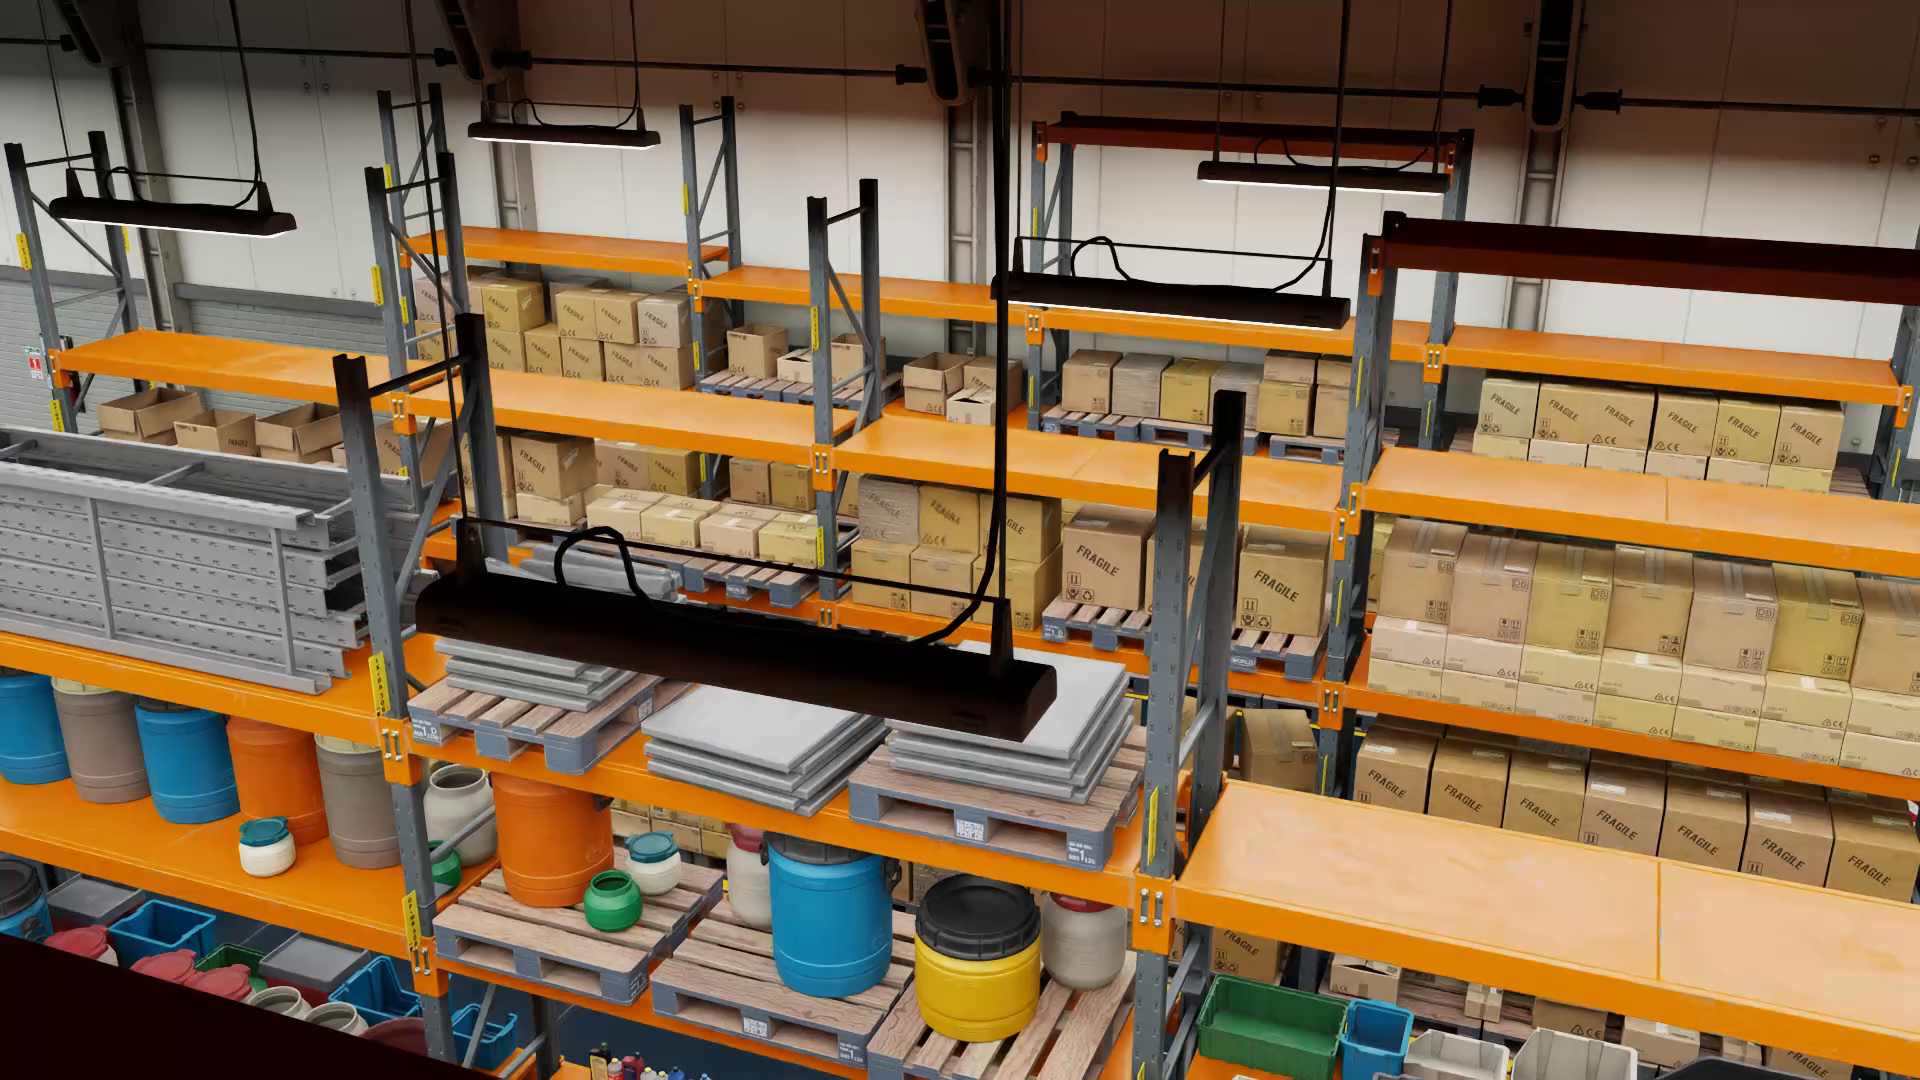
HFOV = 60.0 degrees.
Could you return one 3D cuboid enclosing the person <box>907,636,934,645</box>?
[{"bbox_3d":[-0.453,1.362,16.501,1.009,1.607,0.451,2,21,6],"label":"person"}]
